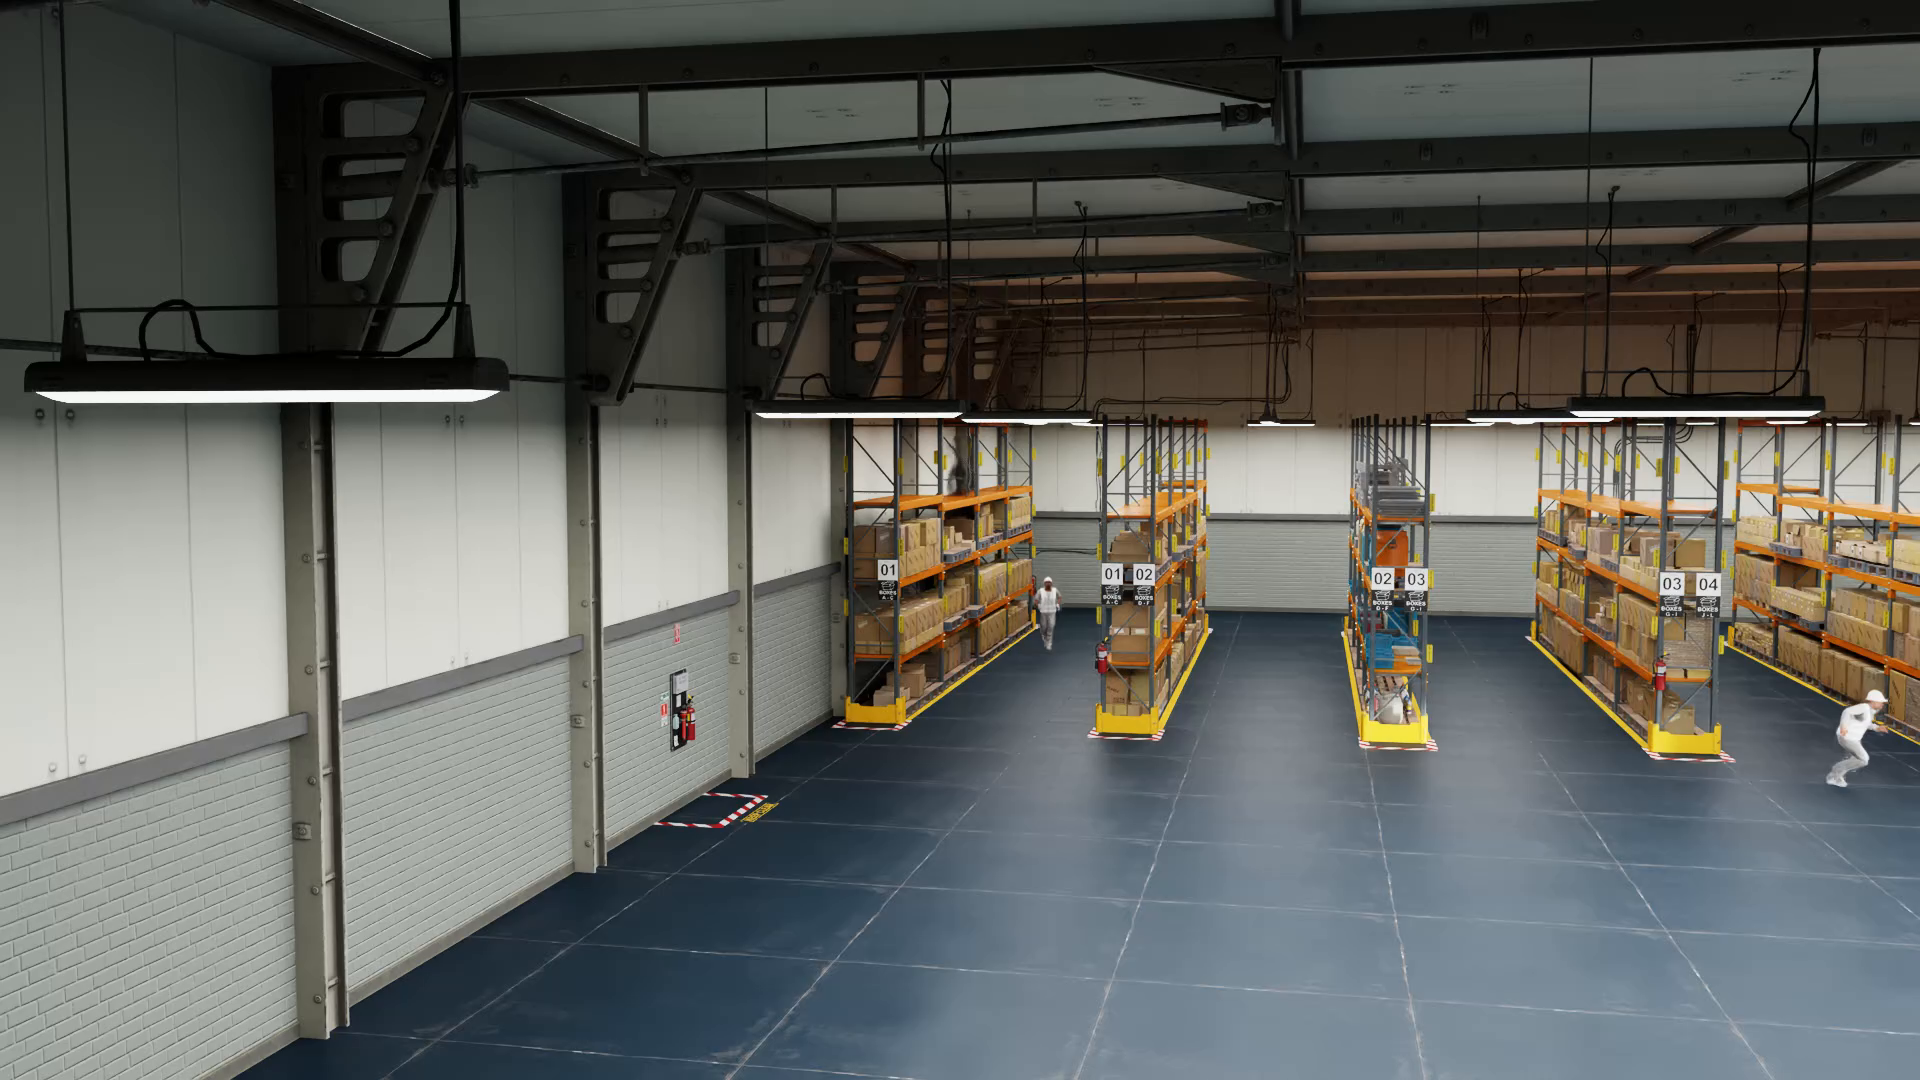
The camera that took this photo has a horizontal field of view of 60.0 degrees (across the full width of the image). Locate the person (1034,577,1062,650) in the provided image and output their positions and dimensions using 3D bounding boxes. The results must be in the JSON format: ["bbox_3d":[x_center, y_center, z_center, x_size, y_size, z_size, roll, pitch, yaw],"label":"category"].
[{"bbox_3d":[2.190,1.808,41.282,0.683,1.779,0.849,0,4,-1],"label":"person"}]

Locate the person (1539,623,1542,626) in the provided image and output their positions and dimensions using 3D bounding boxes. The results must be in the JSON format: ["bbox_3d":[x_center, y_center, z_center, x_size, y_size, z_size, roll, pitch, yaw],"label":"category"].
[{"bbox_3d":[16.582,1.785,46.167,0.892,1.714,0.698,1,4,10],"label":"person"}]

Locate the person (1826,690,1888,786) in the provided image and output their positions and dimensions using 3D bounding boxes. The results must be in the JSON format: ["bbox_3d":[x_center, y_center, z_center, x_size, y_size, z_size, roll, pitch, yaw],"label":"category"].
[{"bbox_3d":[14.237,3.163,26.418,0.870,1.600,0.686,4,5,44],"label":"person"}]

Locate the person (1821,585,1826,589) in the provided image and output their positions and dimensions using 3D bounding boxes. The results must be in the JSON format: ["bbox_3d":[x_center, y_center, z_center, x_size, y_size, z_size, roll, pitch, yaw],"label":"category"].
[{"bbox_3d":[23.400,1.874,45.278,0.735,1.725,0.544,-1,4,-9],"label":"person"}]
